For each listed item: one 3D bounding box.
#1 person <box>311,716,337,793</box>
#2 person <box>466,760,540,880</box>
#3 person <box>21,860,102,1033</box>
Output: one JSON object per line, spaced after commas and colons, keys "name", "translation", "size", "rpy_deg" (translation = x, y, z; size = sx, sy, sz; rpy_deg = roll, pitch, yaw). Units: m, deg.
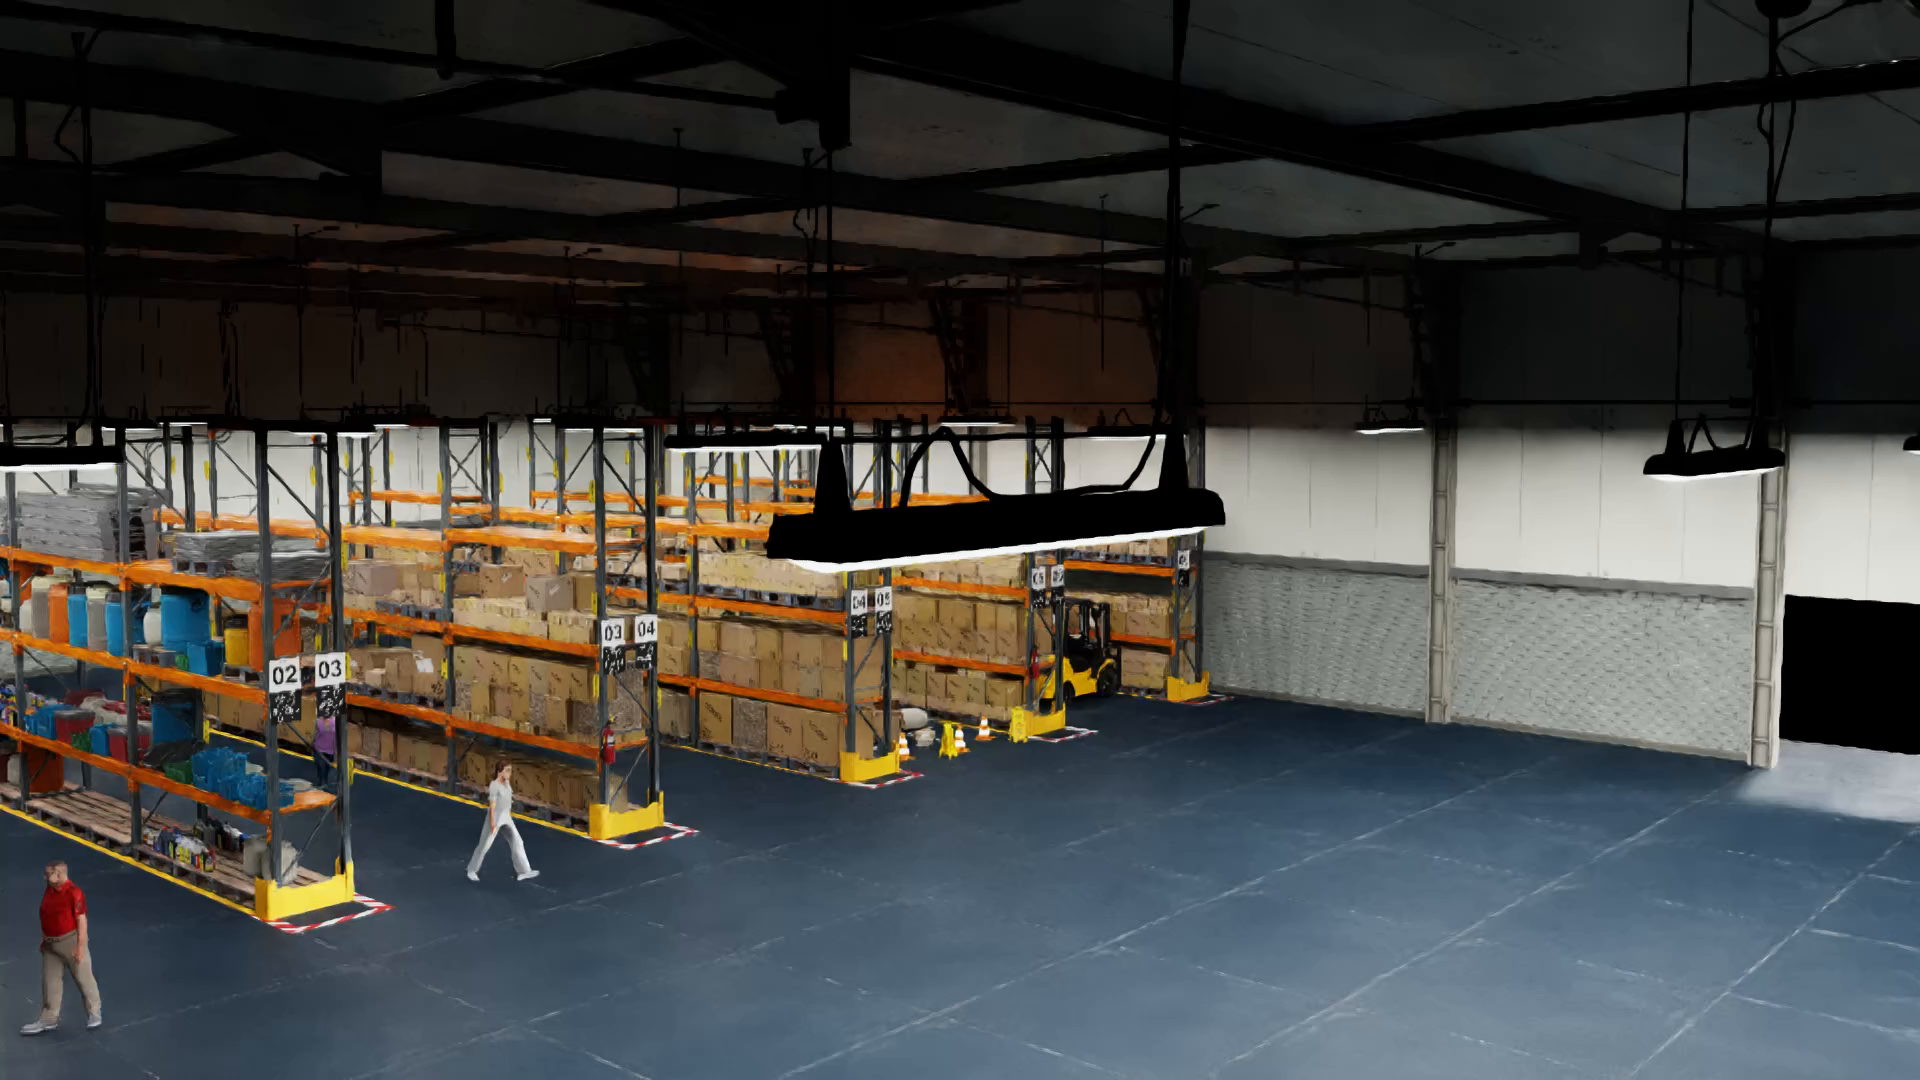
{"name": "person", "translation": [-10.101, 3.351, 26.486], "size": [0.407, 1.533, 0.962], "rpy_deg": [-4, 6, -40]}
{"name": "person", "translation": [-6.079, 3.711, 21.953], "size": [0.953, 1.604, 0.470], "rpy_deg": [2, 5, 18]}
{"name": "person", "translation": [-9.068, 4.073, 16.761], "size": [0.673, 1.716, 0.633], "rpy_deg": [2, 5, 23]}
